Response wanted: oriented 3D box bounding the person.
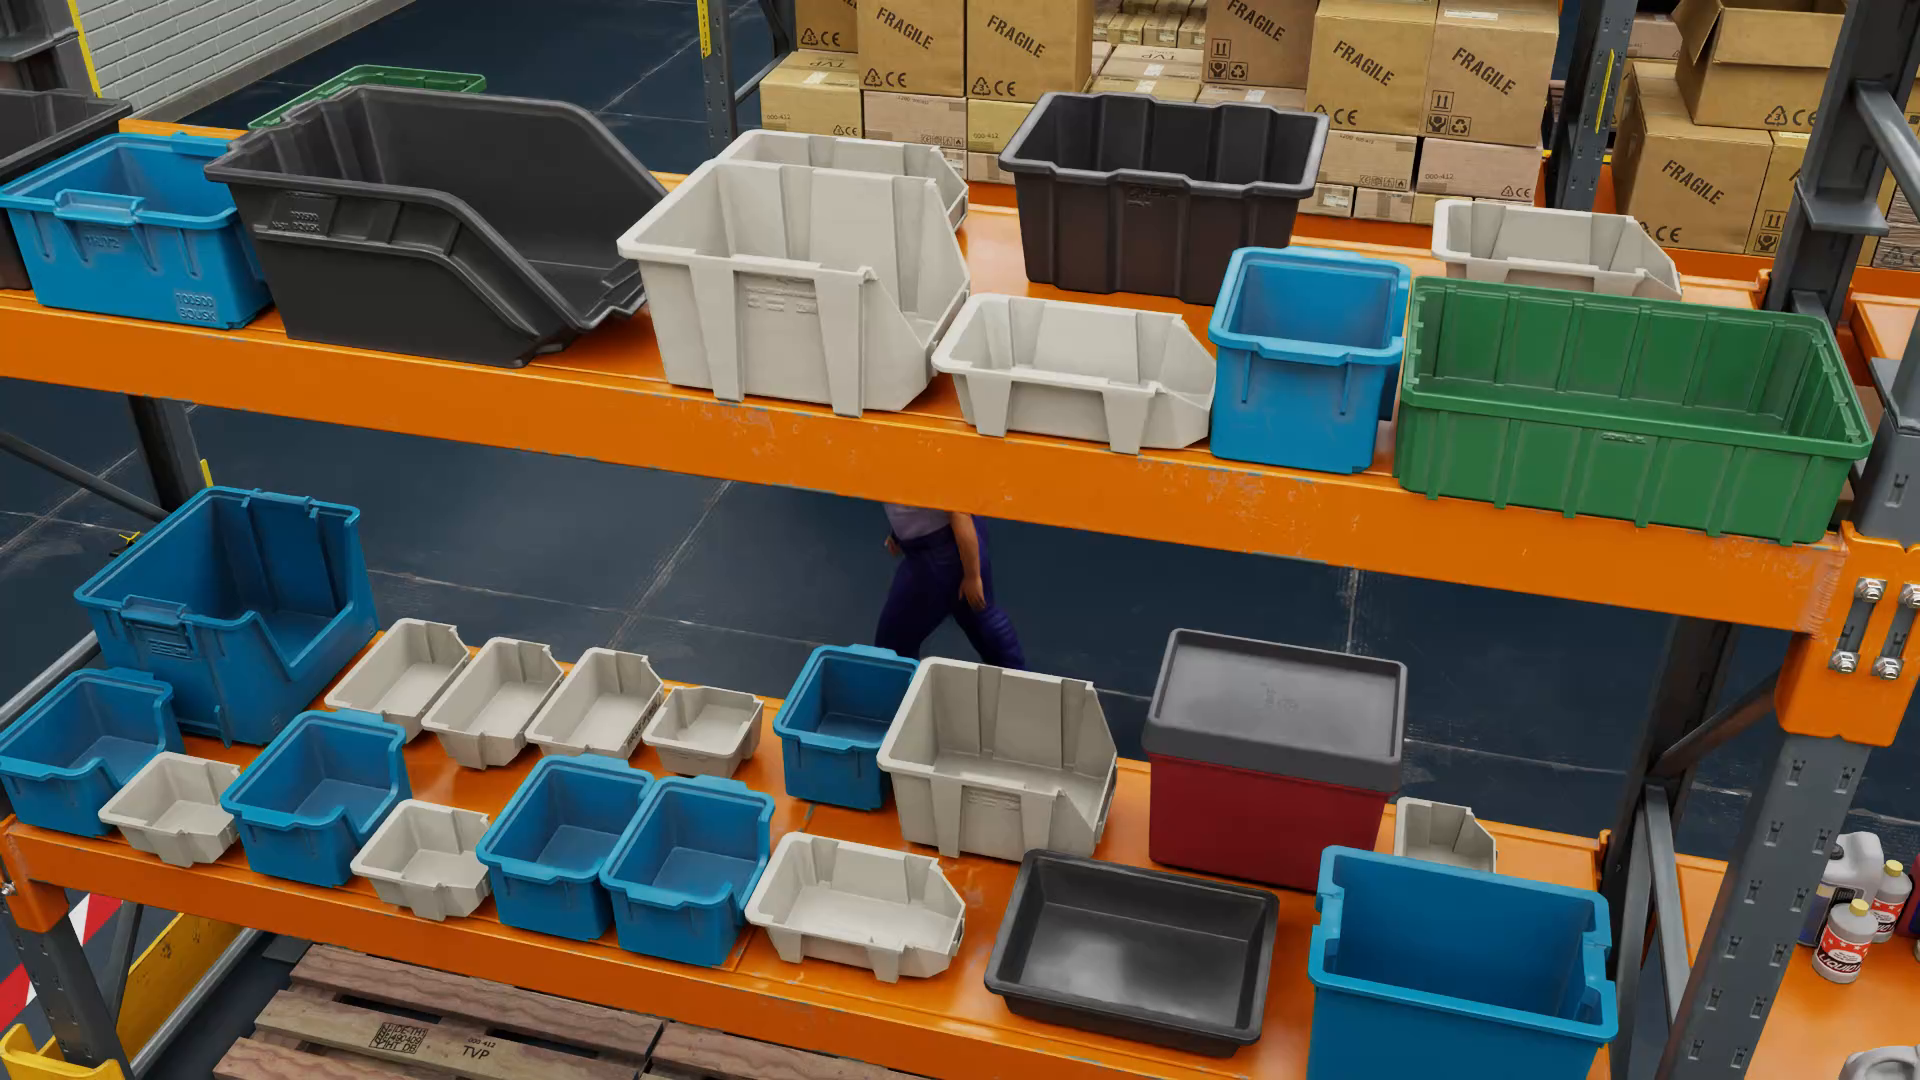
[{"bbox_3d":[-0.135,0.024,6.111,0.892,1.603,0.506,-1,33,-2],"label":"person"}]
